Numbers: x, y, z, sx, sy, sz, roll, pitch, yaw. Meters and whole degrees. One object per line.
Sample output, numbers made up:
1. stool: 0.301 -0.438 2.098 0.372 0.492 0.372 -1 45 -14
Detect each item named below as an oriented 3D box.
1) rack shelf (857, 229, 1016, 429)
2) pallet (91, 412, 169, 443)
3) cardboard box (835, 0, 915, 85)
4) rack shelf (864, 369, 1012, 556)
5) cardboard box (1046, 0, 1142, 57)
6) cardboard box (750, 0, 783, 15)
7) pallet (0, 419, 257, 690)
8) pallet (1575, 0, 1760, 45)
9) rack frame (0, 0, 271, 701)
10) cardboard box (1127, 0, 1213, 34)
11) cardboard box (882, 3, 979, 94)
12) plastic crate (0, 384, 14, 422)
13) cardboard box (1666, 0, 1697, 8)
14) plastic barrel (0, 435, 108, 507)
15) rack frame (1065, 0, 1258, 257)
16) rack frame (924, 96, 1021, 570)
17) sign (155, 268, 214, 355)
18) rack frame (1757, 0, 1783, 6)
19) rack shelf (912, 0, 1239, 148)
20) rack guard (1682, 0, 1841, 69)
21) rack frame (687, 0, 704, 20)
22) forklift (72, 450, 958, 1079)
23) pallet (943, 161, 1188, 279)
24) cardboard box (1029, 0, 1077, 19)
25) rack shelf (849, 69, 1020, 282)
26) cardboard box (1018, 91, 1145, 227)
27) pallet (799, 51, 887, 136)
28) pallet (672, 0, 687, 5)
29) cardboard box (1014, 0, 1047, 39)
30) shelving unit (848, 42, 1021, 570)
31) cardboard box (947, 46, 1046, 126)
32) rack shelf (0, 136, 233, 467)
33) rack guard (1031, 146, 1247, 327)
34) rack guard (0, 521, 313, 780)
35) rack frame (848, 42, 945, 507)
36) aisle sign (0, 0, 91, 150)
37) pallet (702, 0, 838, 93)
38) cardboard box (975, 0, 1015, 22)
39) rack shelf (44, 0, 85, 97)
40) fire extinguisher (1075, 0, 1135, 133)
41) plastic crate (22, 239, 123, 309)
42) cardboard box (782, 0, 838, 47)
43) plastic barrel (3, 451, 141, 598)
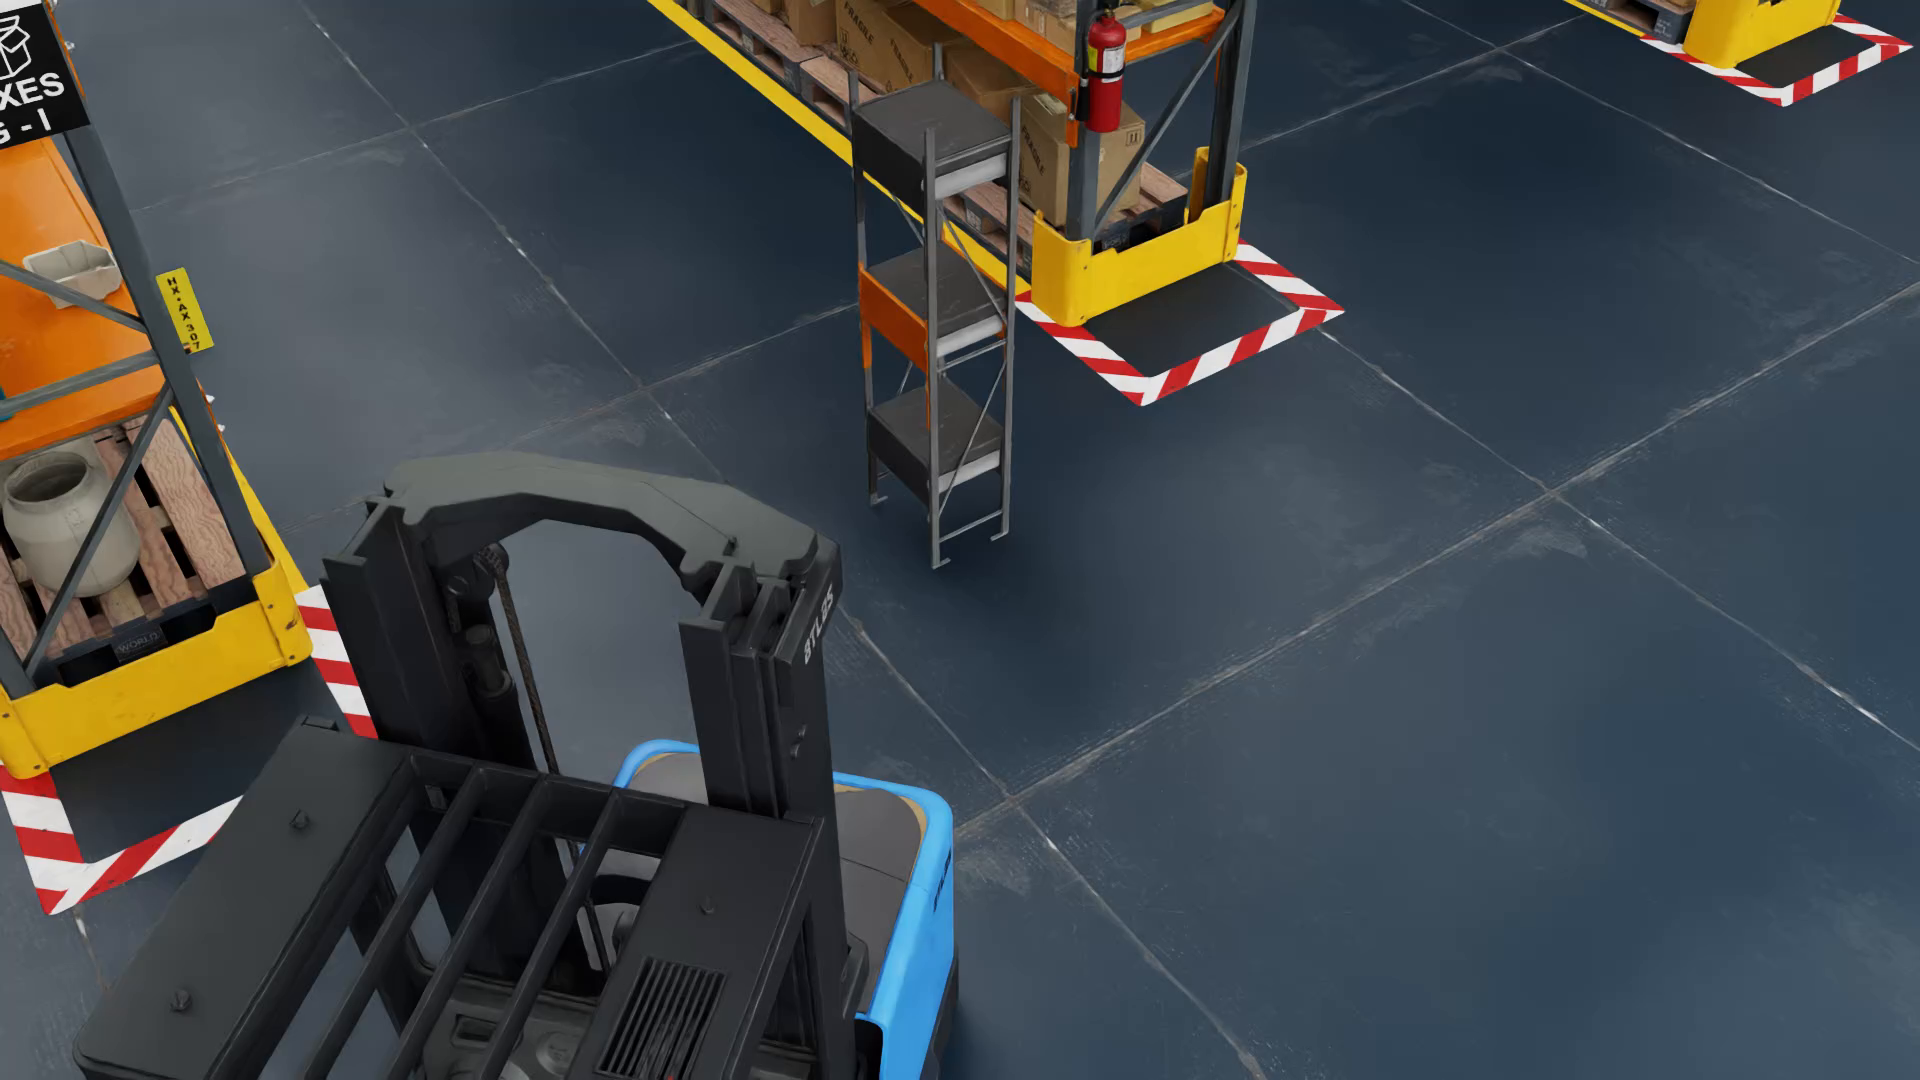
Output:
1. rack shelf: -0.095 -0.843 6.624 0.431 0.518 0.480 -26 49 -24
2. pallet: -4.340 -0.633 7.751 1.003 0.211 1.213 -26 49 -24
3. cardboard box: -0.381 -3.050 9.769 0.500 0.500 0.500 -30 51 -28
4. rack shelf: -0.095 -0.337 7.107 0.431 0.518 0.480 -26 49 -24
5. cardboard box: 0.626 -2.410 7.775 0.380 0.149 0.250 -26 49 -24
6. cardboard box: -1.134 -3.692 10.442 0.500 0.500 0.500 -27 50 -26
7. pallet: -3.647 0.058 7.028 1.003 0.211 1.213 -26 49 -24
8. pallet: 4.563 -3.736 11.002 1.003 0.211 1.213 -26 49 -24
9. rack frame: -3.104 -0.464 5.555 1.000 3.000 0.127 -26 49 -24
10. cardboard box: 0.991 -2.586 7.959 0.380 0.149 0.250 -26 49 -24
11. cardboard box: -0.098 -2.716 9.420 0.500 0.500 0.500 -21 48 -21
12. plastic crate: -3.636 -0.576 5.779 0.499 0.251 0.616 -26 49 -24
13. cardboard box: 4.642 -4.064 10.561 0.875 0.875 0.875 -25 49 -24
14. plastic barrel: -3.830 -0.343 6.925 0.421 0.512 0.421 0 44 0
15. rack frame: 0.958 -2.421 7.605 1.000 3.000 0.127 -26 49 -24
16. rack frame: 0.045 -0.715 6.469 0.400 2.100 0.015 -26 49 -24
17. sign: -2.650 -0.779 5.684 0.100 0.325 0.005 -26 49 -24
18. rack frame: 5.084 -4.323 9.597 1.000 3.000 0.127 -26 49 -24
19. rack shelf: -0.186 -3.293 9.039 1.077 0.370 4.000 -26 49 -24
20. rack guard: 5.098 -3.405 10.446 1.175 0.500 0.348 -26 49 -24
21. rack frame: -1.330 -4.686 9.978 1.000 3.000 0.127 -26 49 -24
22. forklift: -0.848 1.377 3.676 1.130 2.935 3.031 9 44 10
23. pallet: 0.479 -1.929 9.109 1.003 0.211 1.213 -26 49 -24
24. cardboard box: 0.666 -2.887 7.805 0.875 0.500 0.500 -26 49 -24
25. rack shelf: -0.095 -1.350 6.140 0.431 0.518 0.480 -26 49 -24
26. cardboard box: 0.615 -2.029 8.700 0.500 0.500 0.500 -17 46 -17
27. pallet: -0.215 -2.620 9.832 1.003 0.211 1.213 -26 49 -24
28. pallet: -1.777 -4.118 11.402 1.003 0.211 1.213 -26 49 -24
29. cardboard box: 0.483 -2.552 7.924 0.380 0.149 0.250 -26 49 -24
30. shelving unit: -0.095 -0.853 6.614 0.431 2.100 0.503 -26 49 -24
31. cardboard box: 0.245 -2.354 9.041 0.500 0.500 0.500 -14 45 -14
32. rack shelf: -4.248 -1.337 6.990 1.077 0.370 4.000 -26 49 -24
33. rack guard: 0.915 -1.560 8.513 1.175 0.500 0.348 -26 49 -24
34. rack guard: -3.186 0.415 6.444 1.175 0.500 0.348 -26 49 -24
35. rack frame: -0.234 -0.991 6.759 0.400 2.100 0.015 -26 49 -24
36. aisle sign: -2.823 -1.480 4.736 0.394 0.787 0.004 -26 49 -24
37. pallet: -0.917 -3.311 10.557 1.003 0.211 1.213 -26 49 -24
38. cardboard box: 0.298 -2.673 8.051 0.380 0.149 0.250 -26 49 -24
39. rack shelf: -4.248 -2.422 5.954 1.077 0.370 4.000 -26 49 -24
40. fire extinguisher: 0.646 -2.146 7.373 0.296 0.674 0.183 -26 49 -24
41. plastic crate: -3.352 -1.003 6.310 0.298 0.136 0.250 -26 49 -24
42. cardboard box: -0.800 -3.370 10.105 0.500 0.500 0.500 -12 45 -12
43. plastic barrel: -3.543 -0.059 6.628 0.421 0.512 0.421 0 44 0
